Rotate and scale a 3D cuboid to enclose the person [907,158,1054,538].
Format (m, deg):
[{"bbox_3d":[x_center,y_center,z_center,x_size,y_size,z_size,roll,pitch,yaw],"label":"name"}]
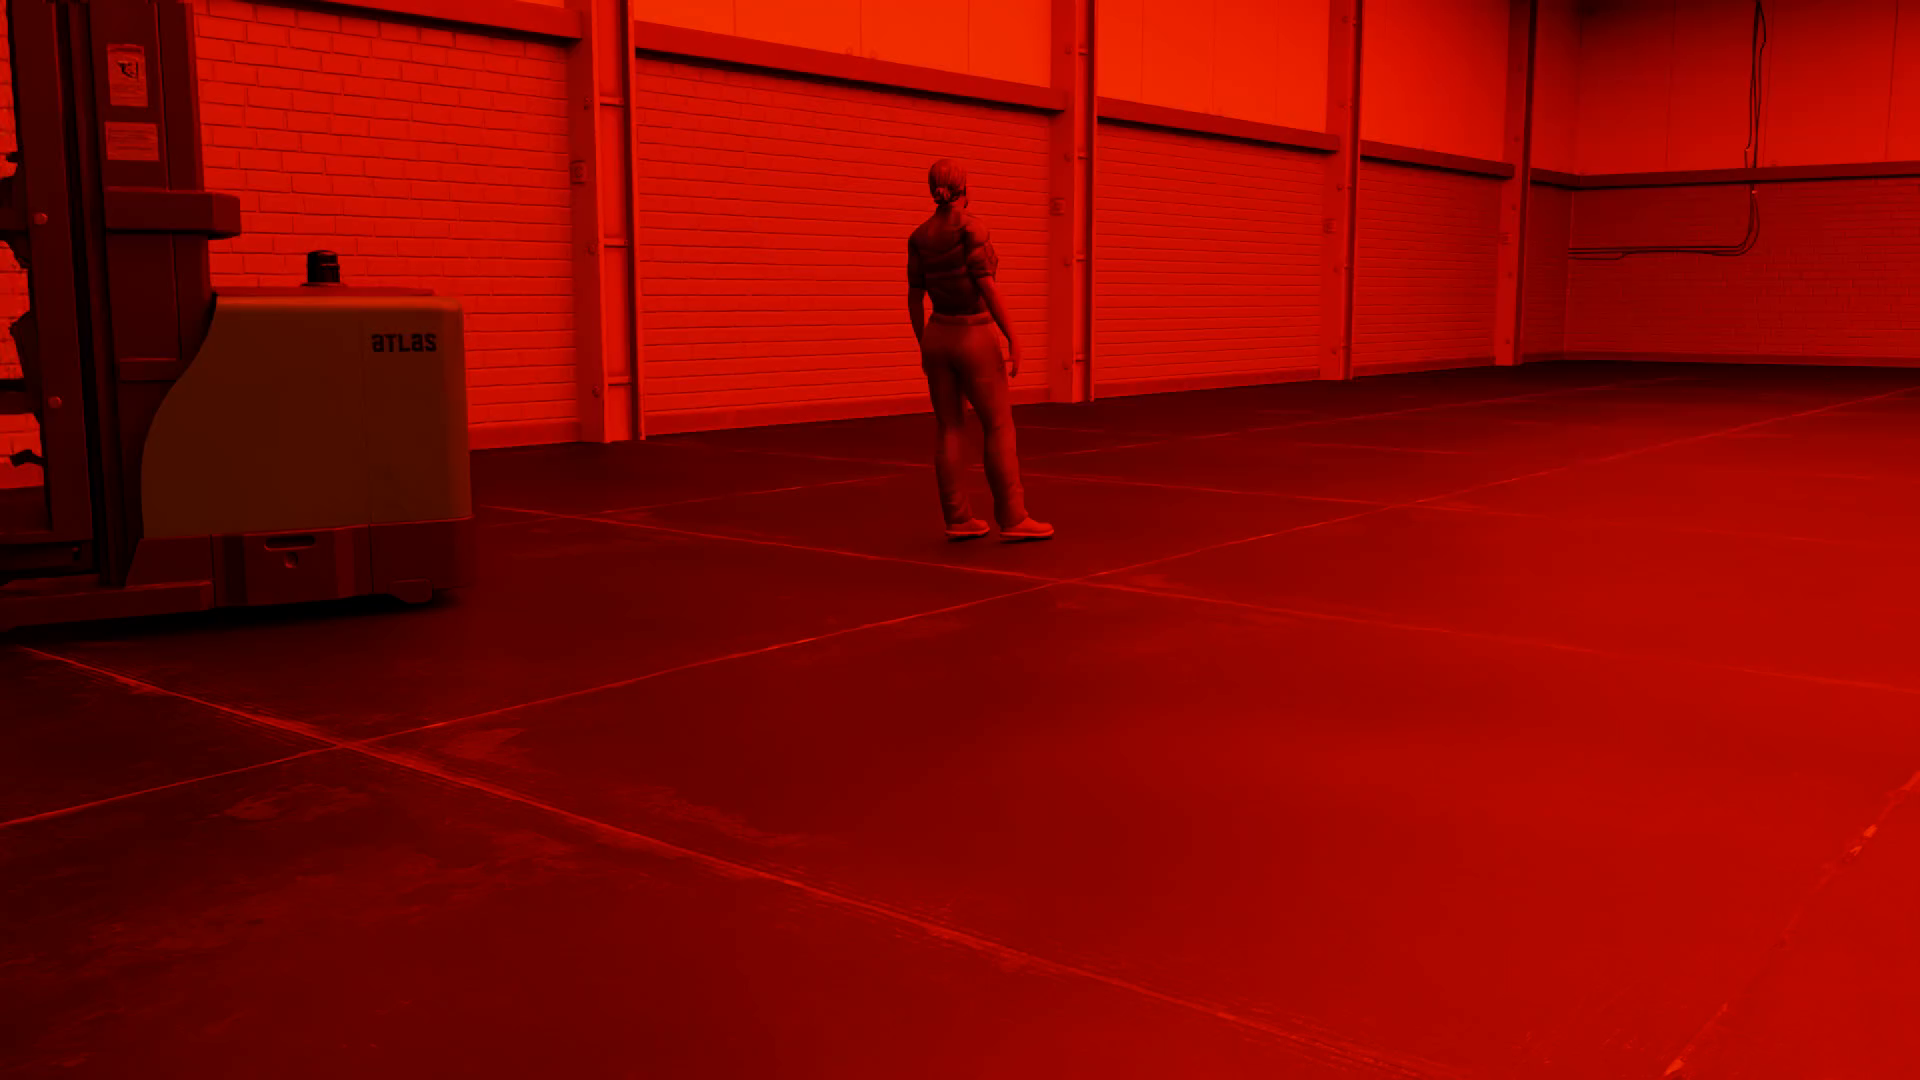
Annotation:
[{"bbox_3d":[0.071,-0.834,7.339,0.569,1.654,0.504,7,11,38],"label":"person"}]

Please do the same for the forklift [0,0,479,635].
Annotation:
[{"bbox_3d":[-3.237,-1.177,5.328,3.031,2.935,1.130,-5,10,-29],"label":"forklift"}]
